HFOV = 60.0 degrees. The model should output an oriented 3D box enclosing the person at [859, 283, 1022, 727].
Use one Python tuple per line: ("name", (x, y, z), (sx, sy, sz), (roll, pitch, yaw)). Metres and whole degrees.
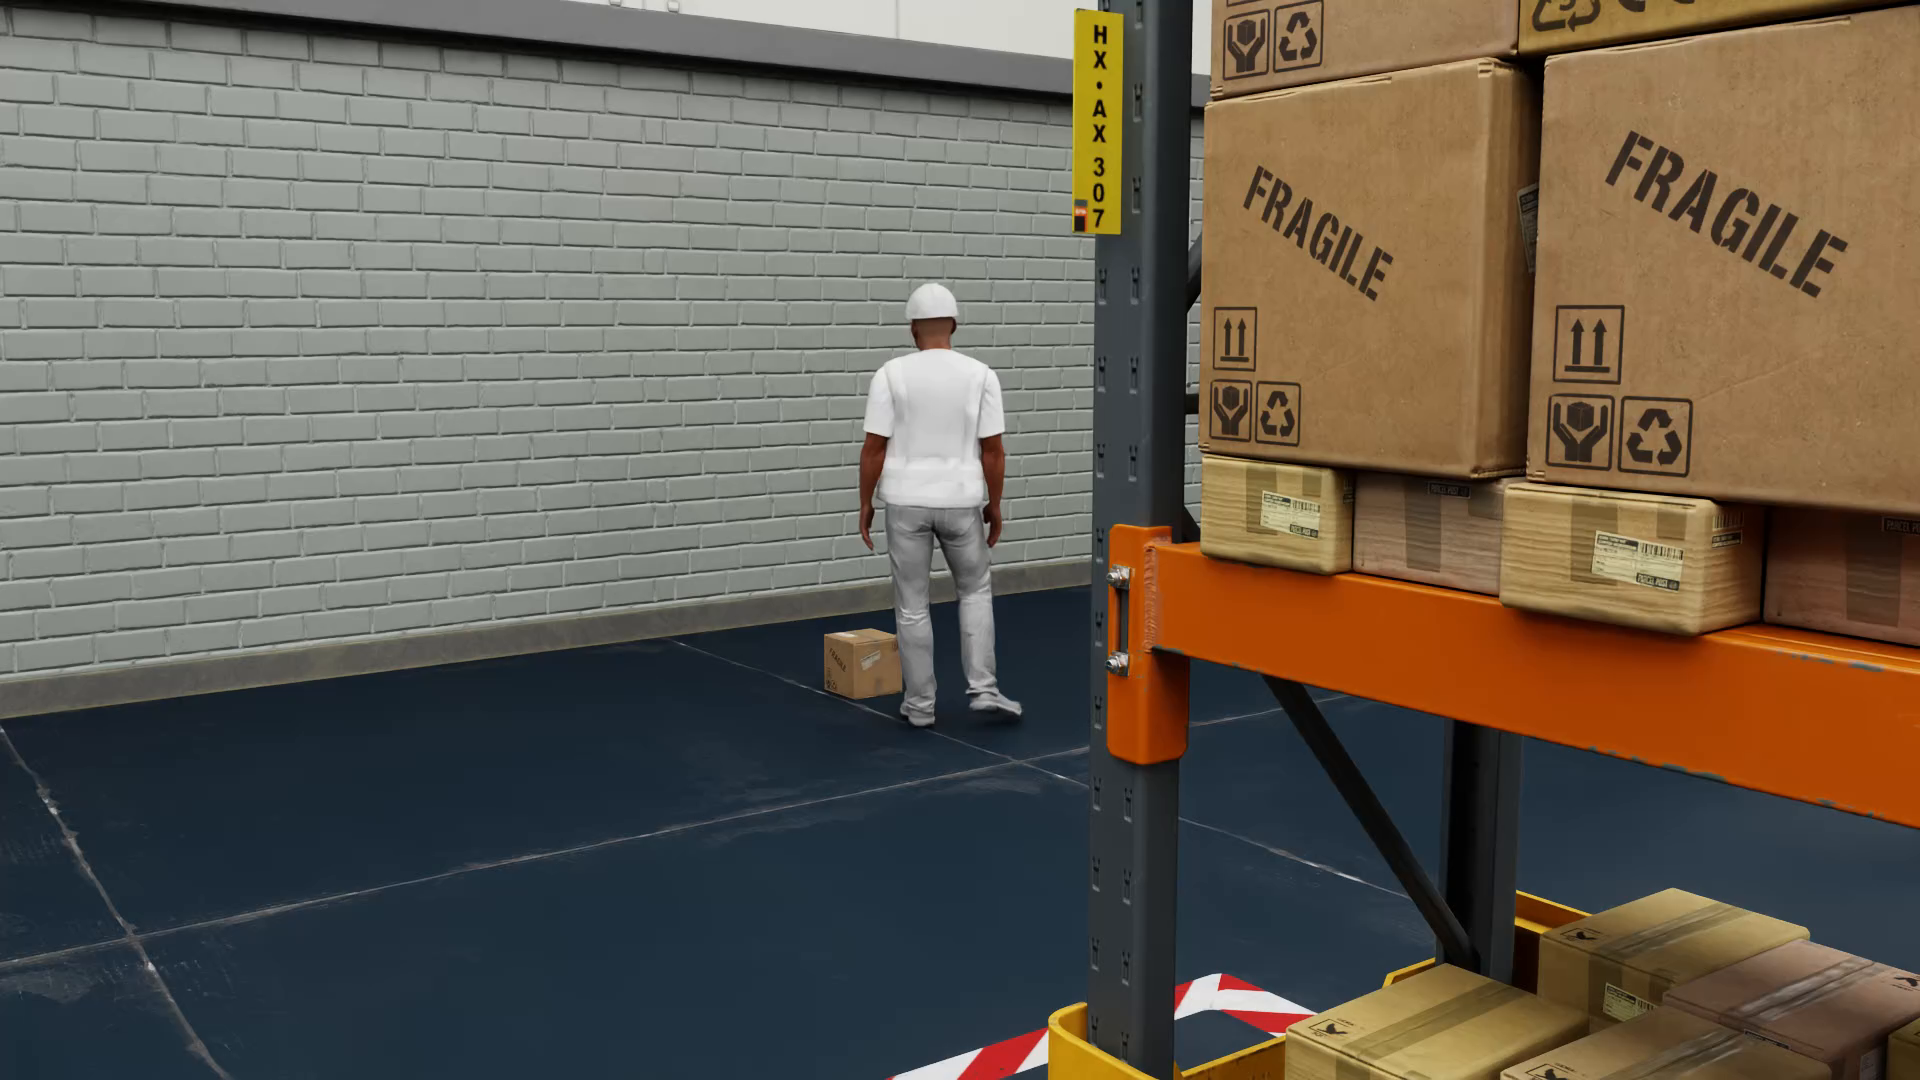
("person", (-0.075, -0.139, 6.688), (0.666, 1.761, 0.386), (-1, 8, -10))
